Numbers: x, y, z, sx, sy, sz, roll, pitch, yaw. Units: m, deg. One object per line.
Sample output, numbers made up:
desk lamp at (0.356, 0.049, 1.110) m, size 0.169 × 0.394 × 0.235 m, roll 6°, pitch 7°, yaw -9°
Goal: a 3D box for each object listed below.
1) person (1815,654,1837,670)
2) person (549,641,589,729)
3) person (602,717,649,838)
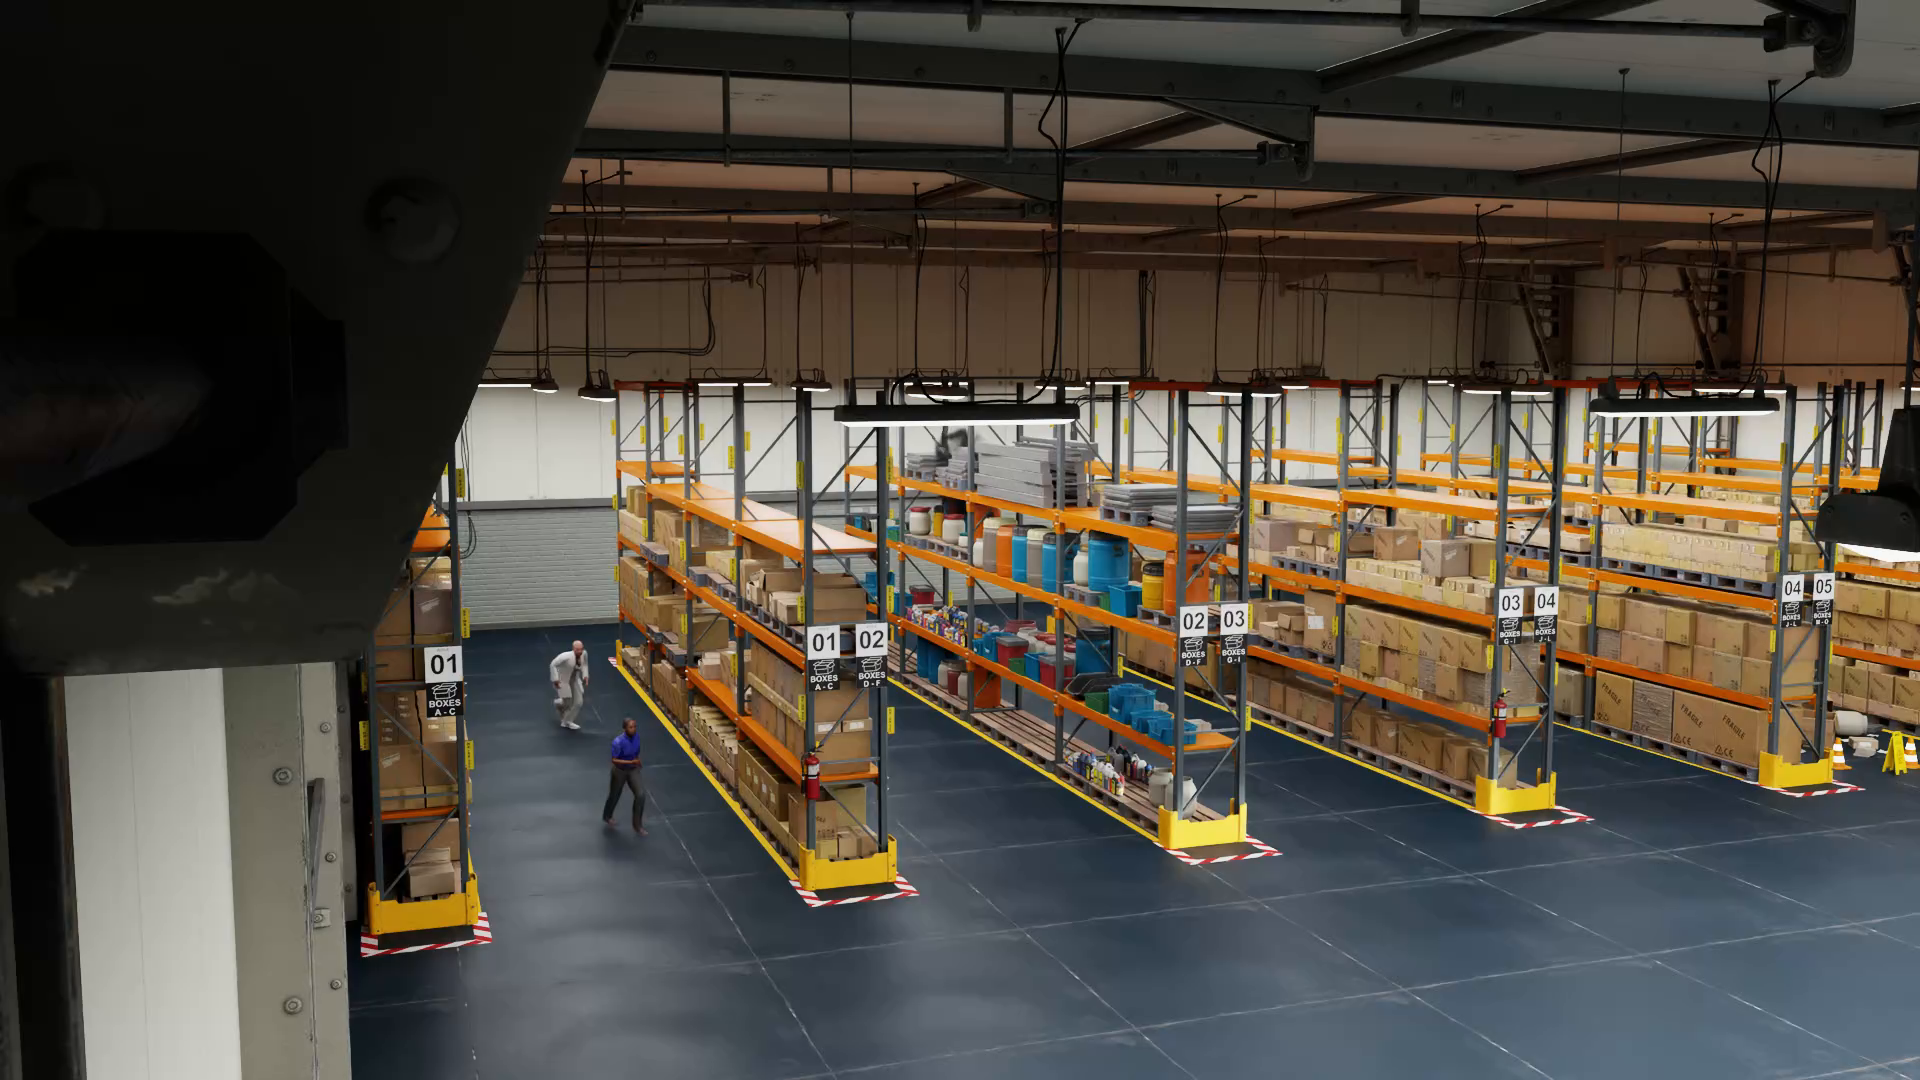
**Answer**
person at (16.965, 2.063, 32.275) m, size 0.666 × 1.740 × 0.749 m, roll -3°, pitch 7°, yaw -29°
person at (-6.839, 2.498, 28.909) m, size 0.729 × 1.588 × 0.958 m, roll -5°, pitch 8°, yaw -41°
person at (-4.519, 3.164, 22.426) m, size 0.567 × 1.636 × 0.956 m, roll -5°, pitch 8°, yaw -41°
